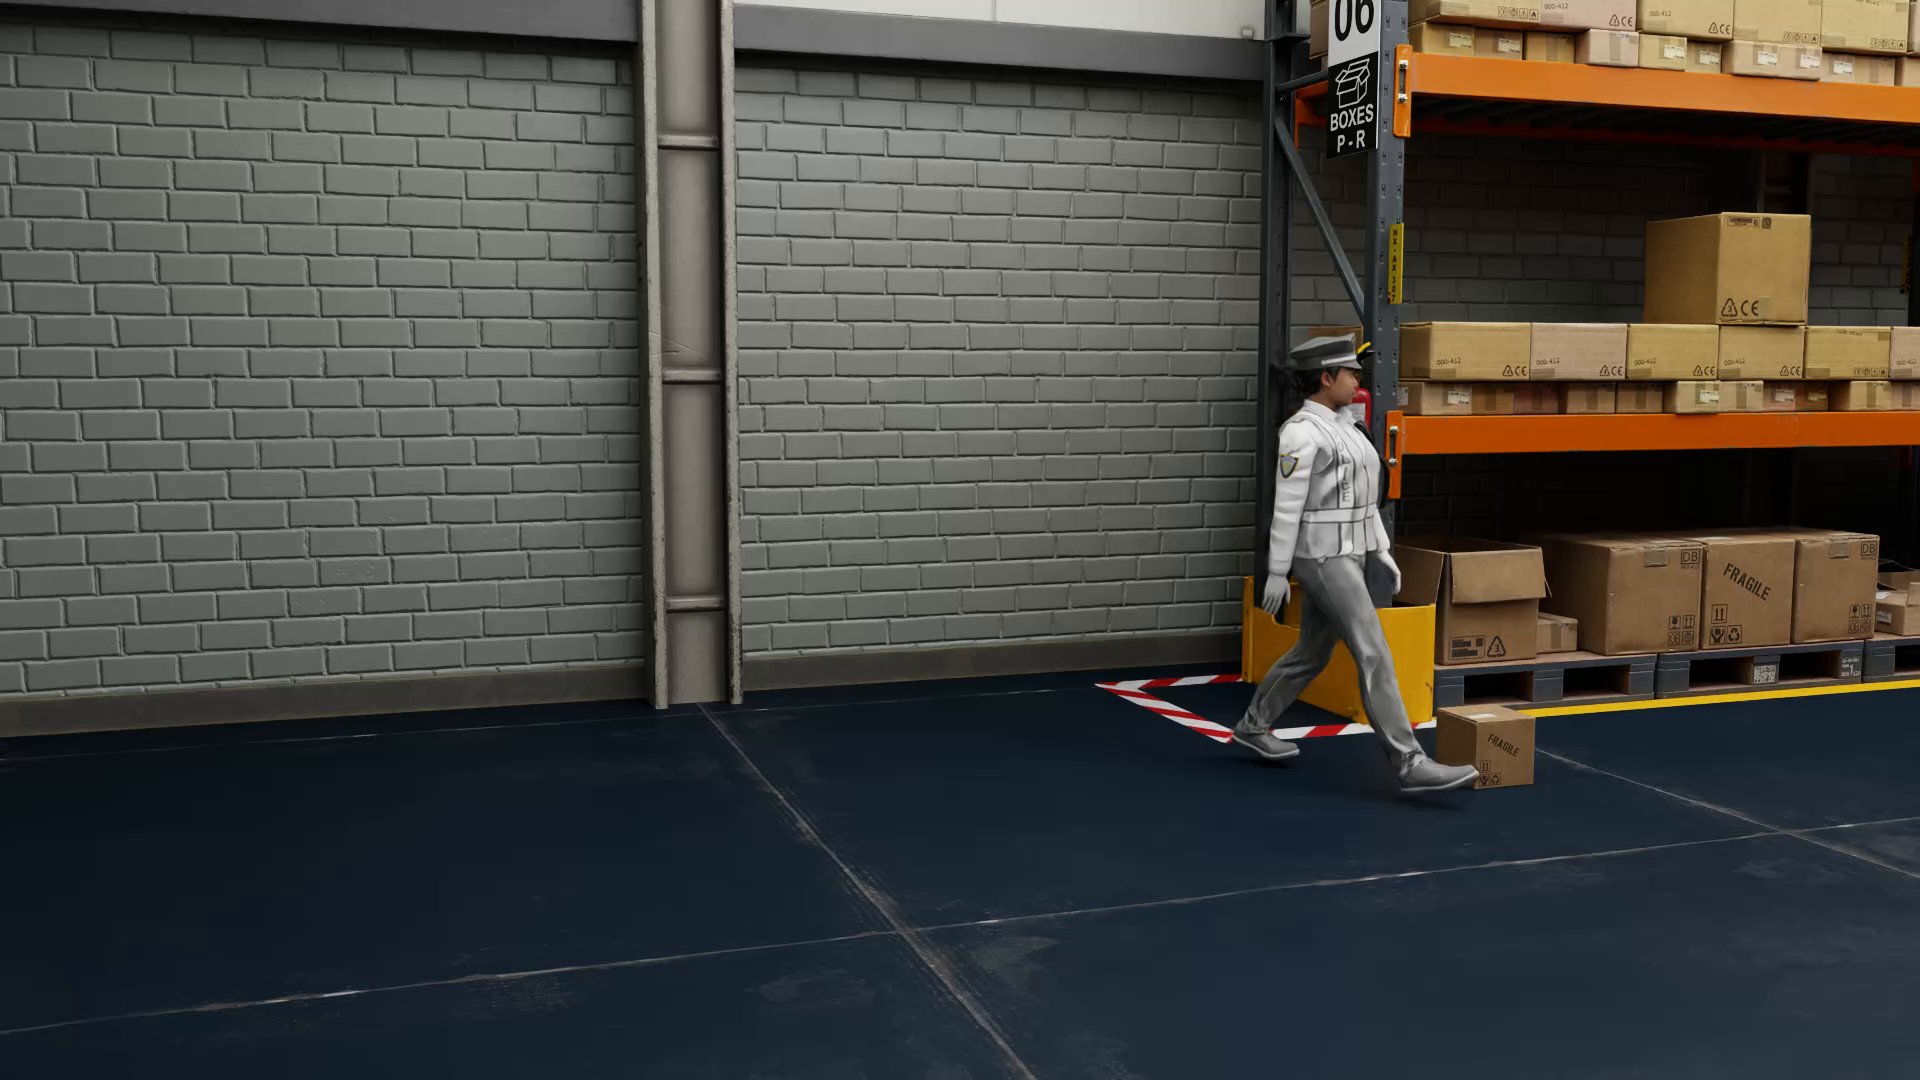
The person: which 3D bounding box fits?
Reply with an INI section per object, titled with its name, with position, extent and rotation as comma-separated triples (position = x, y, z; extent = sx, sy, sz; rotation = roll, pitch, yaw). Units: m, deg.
[person]
position = 14.246, -1.955, 4.893
extent = 23.381, 5.845, 13.221
rotation = 4, 7, 33
